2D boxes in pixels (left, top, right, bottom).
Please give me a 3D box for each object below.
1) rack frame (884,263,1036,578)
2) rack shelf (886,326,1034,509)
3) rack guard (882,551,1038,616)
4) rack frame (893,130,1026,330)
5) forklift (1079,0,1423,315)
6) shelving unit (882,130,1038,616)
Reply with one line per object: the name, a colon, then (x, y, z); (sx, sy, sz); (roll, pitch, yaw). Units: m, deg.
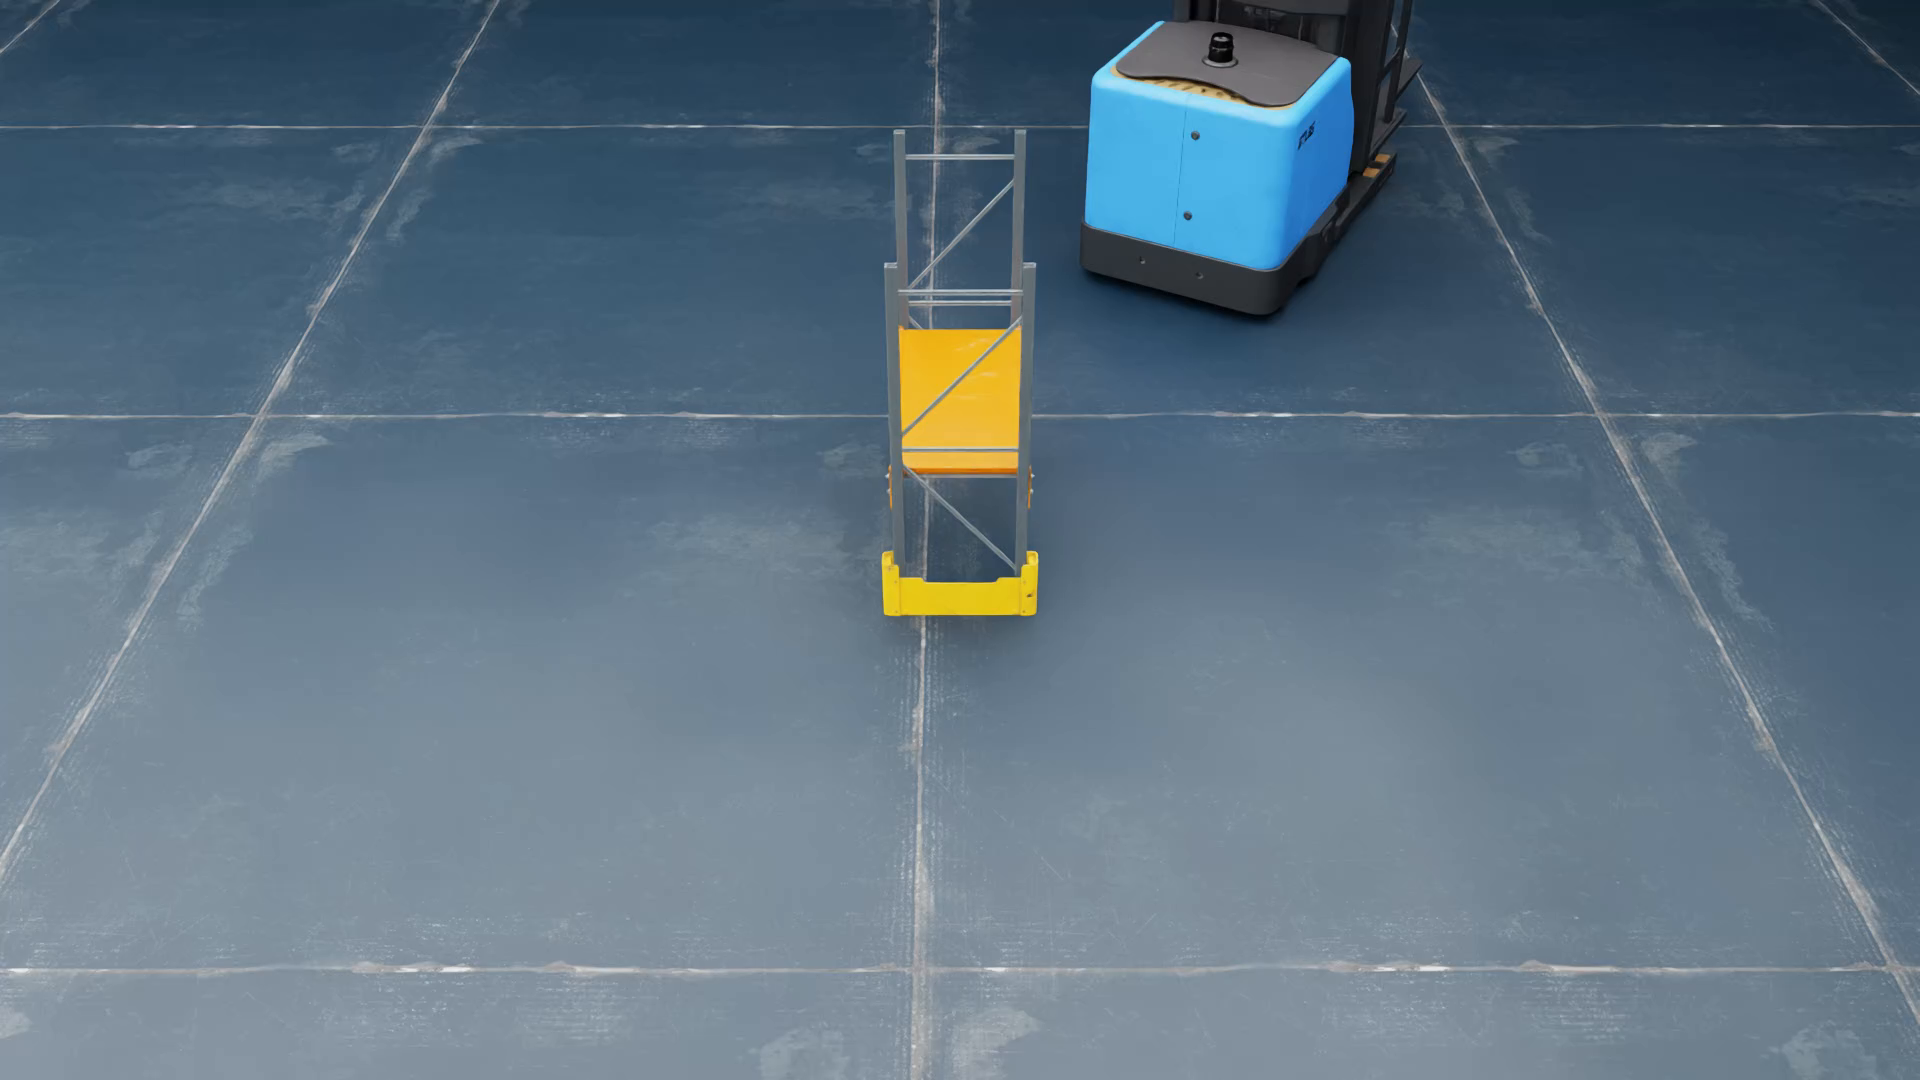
rack frame: (0.000, -0.321, 5.951); (0.500, 1.500, 0.032); (0, 39, 0)
rack shelf: (0.000, -0.498, 6.460); (0.538, 0.185, 1.000); (0, 39, 0)
rack guard: (0.000, 0.166, 6.343); (0.587, 0.250, 0.087); (0, 39, 0)
rack frame: (-0.001, -0.956, 6.744); (0.500, 1.500, 0.032); (0, 39, 0)
forklift: (1.755, -3.131, 8.313); (1.130, 2.935, 3.031); (19, 42, 22)
shelving unit: (0.000, -0.633, 6.340); (0.587, 1.500, 1.083); (0, 39, 0)
